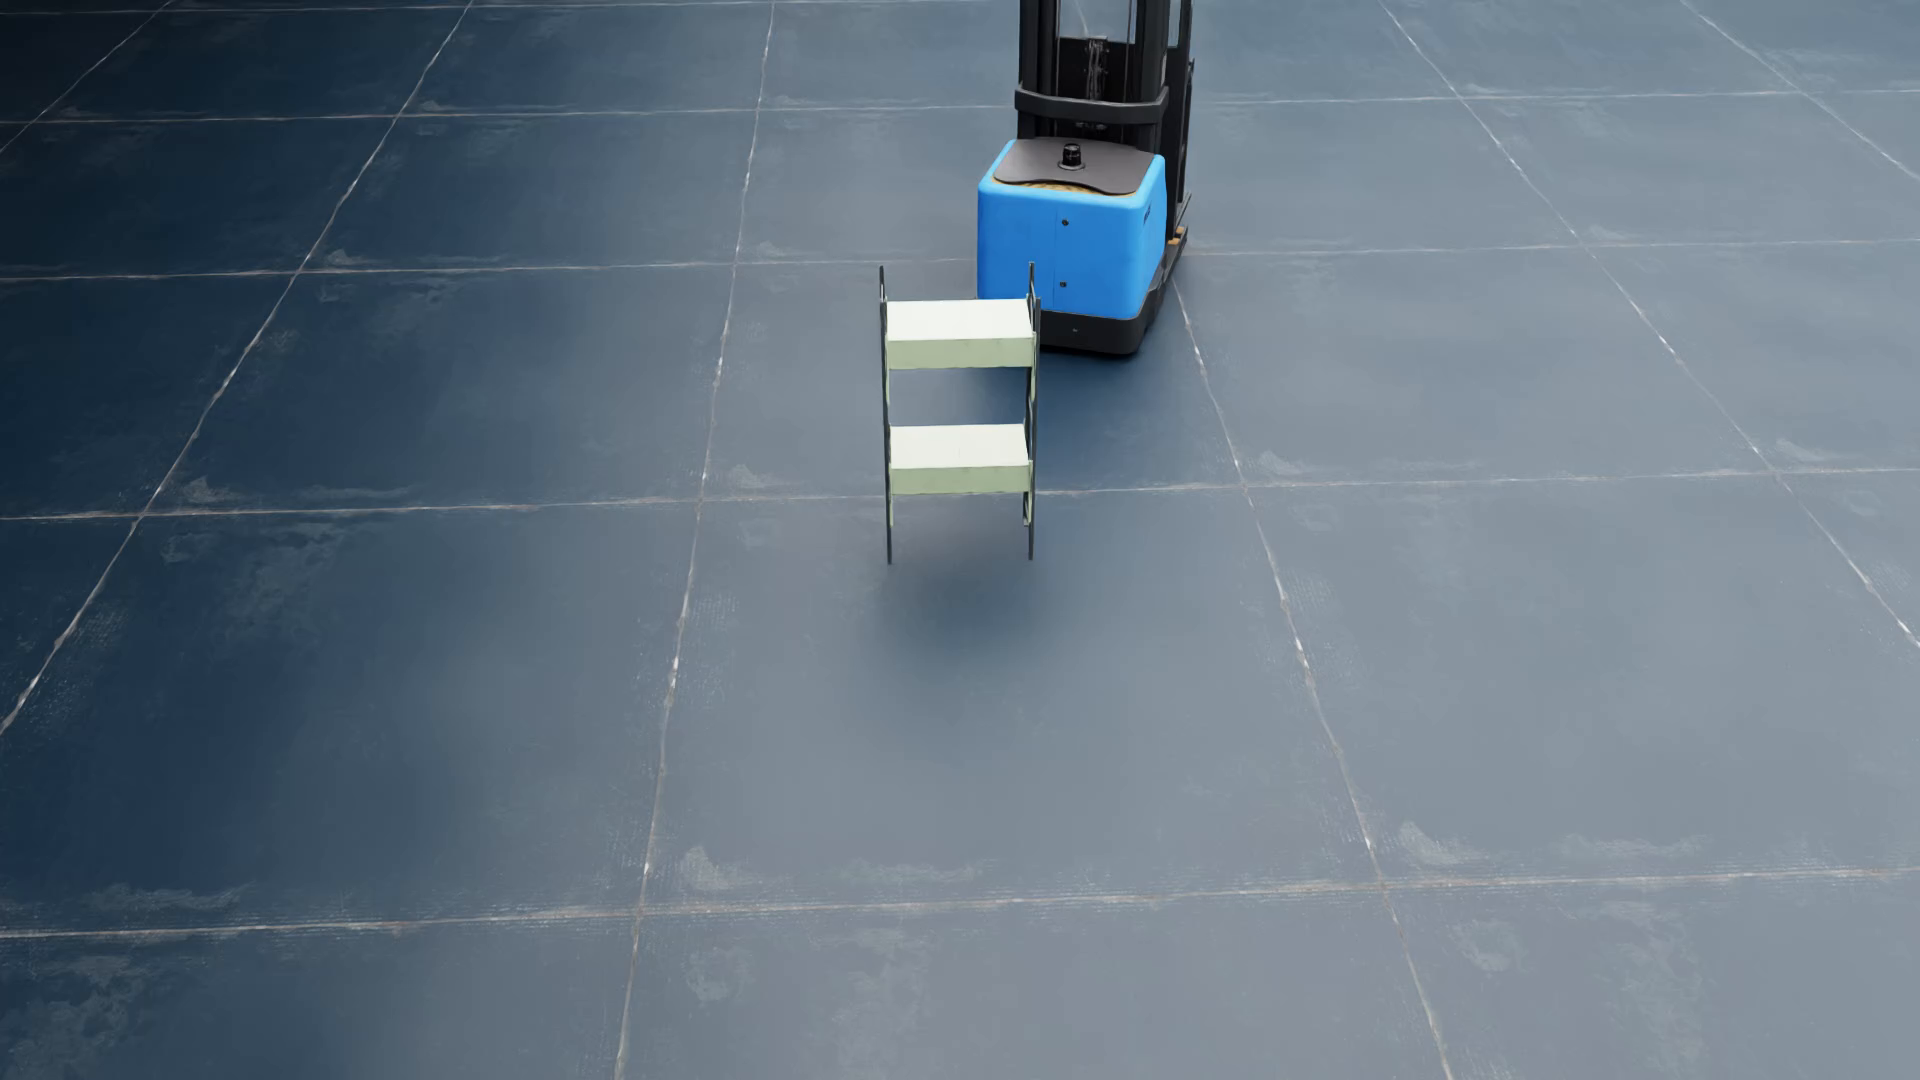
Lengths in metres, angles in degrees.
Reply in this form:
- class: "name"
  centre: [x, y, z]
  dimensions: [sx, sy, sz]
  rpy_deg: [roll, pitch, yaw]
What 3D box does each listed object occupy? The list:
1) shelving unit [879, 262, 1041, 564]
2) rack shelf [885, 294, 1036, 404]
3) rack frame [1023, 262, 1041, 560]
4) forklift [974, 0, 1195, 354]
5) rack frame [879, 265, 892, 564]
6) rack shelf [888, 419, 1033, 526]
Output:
- class: "shelving unit"
  centre: [-0.007, -0.617, 8.359]
  dimensions: [0.755, 1.500, 0.431]
  rpy_deg: [-2, 35, -2]
- class: "rack shelf"
  centre: [-0.007, -0.937, 8.137]
  dimensions: [0.720, 0.370, 0.431]
  rpy_deg: [-2, 35, -2]
- class: "rack frame"
  centre: [0.359, -0.626, 8.373]
  dimensions: [0.023, 1.500, 0.400]
  rpy_deg: [-2, 35, -2]
- class: "forklift"
  centre: [0.982, -3.194, 10.826]
  dimensions: [1.130, 2.935, 3.031]
  rpy_deg: [9, 36, 13]
- class: "rack frame"
  centre: [-0.372, -0.607, 8.345]
  dimensions: [0.023, 1.500, 0.400]
  rpy_deg: [-2, 35, -2]
- class: "rack shelf"
  centre: [-0.007, -0.348, 8.545]
  dimensions: [0.720, 0.370, 0.431]
  rpy_deg: [-2, 35, -2]
